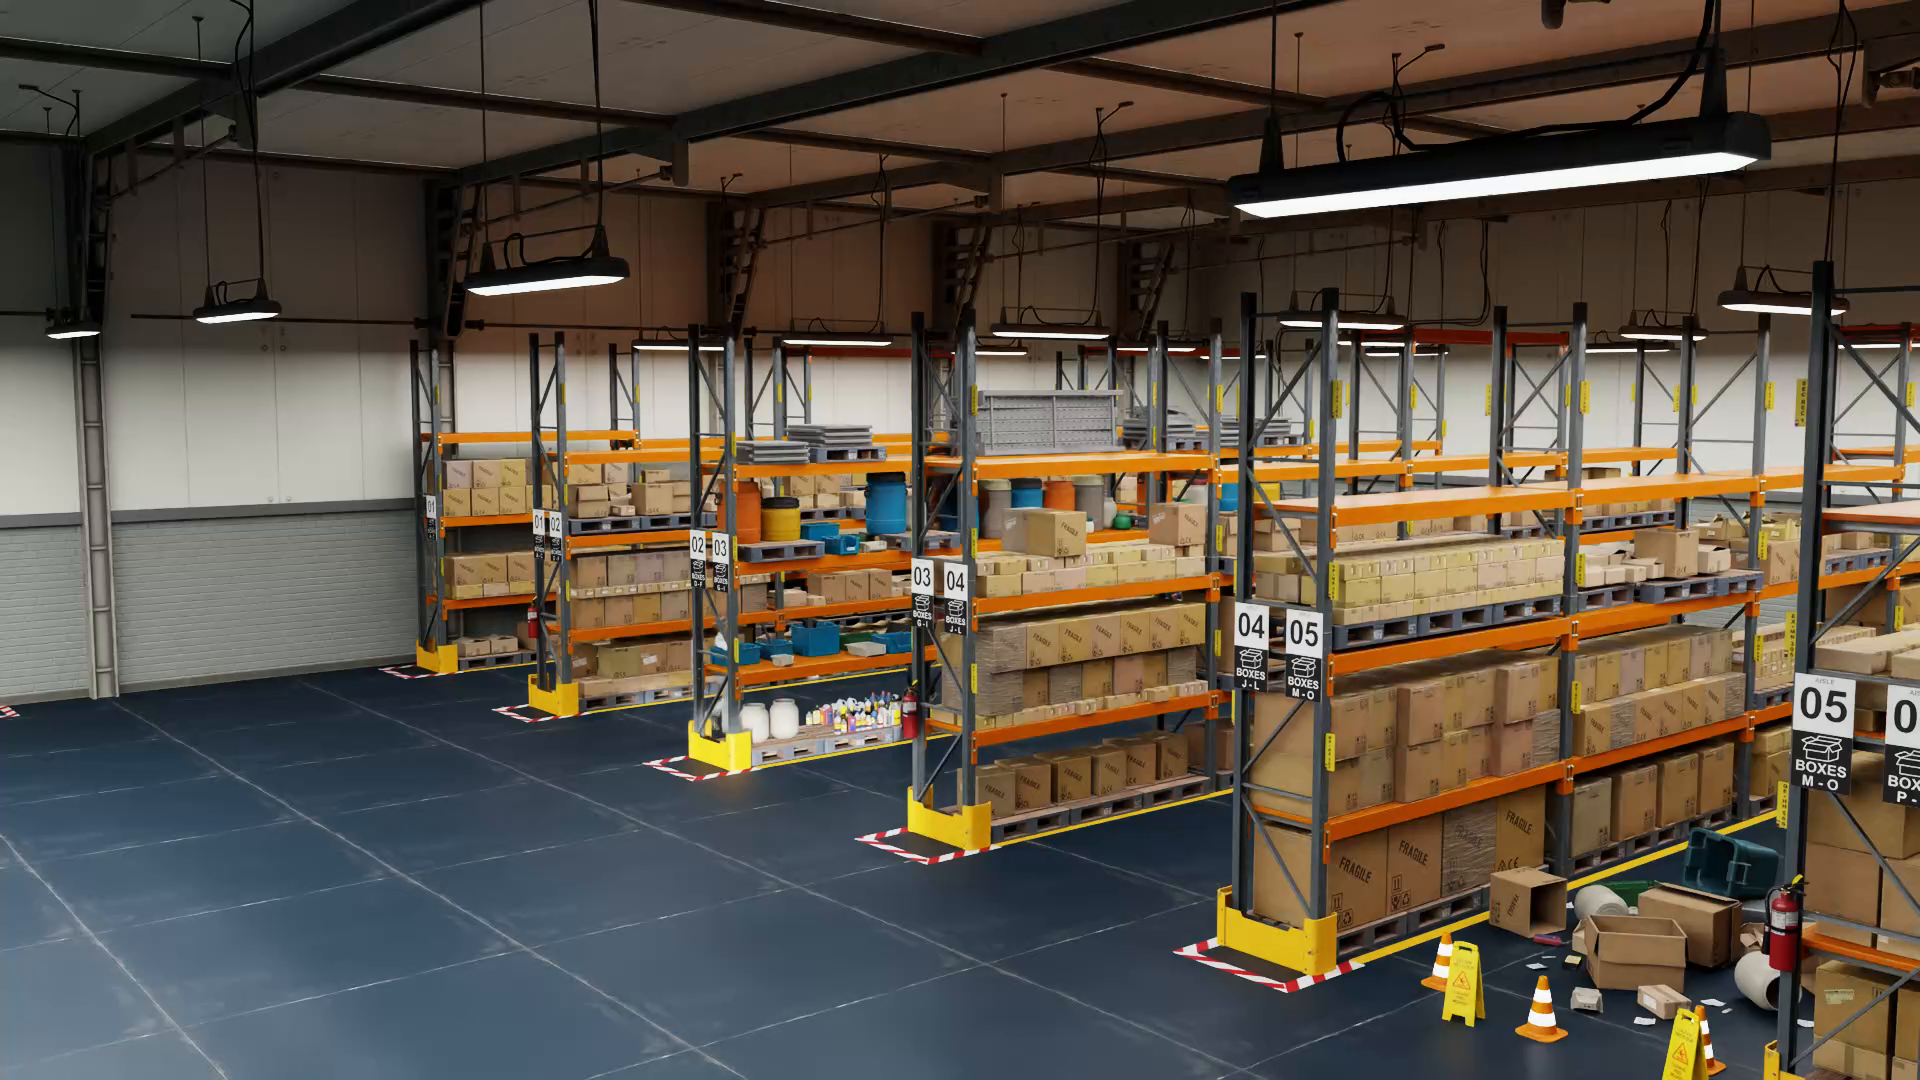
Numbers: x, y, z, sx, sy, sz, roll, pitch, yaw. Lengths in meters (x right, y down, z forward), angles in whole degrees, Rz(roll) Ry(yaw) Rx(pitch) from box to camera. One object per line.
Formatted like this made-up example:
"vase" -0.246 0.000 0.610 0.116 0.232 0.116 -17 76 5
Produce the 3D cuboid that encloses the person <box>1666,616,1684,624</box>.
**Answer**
"person" 11.346 1.916 26.401 0.929 1.623 0.549 -4 6 -34

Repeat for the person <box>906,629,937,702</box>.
"person" -0.652 1.936 26.729 0.458 1.542 0.536 4 7 40

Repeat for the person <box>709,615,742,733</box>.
"person" -3.475 1.983 24.701 0.507 1.767 0.549 -1 5 -8
